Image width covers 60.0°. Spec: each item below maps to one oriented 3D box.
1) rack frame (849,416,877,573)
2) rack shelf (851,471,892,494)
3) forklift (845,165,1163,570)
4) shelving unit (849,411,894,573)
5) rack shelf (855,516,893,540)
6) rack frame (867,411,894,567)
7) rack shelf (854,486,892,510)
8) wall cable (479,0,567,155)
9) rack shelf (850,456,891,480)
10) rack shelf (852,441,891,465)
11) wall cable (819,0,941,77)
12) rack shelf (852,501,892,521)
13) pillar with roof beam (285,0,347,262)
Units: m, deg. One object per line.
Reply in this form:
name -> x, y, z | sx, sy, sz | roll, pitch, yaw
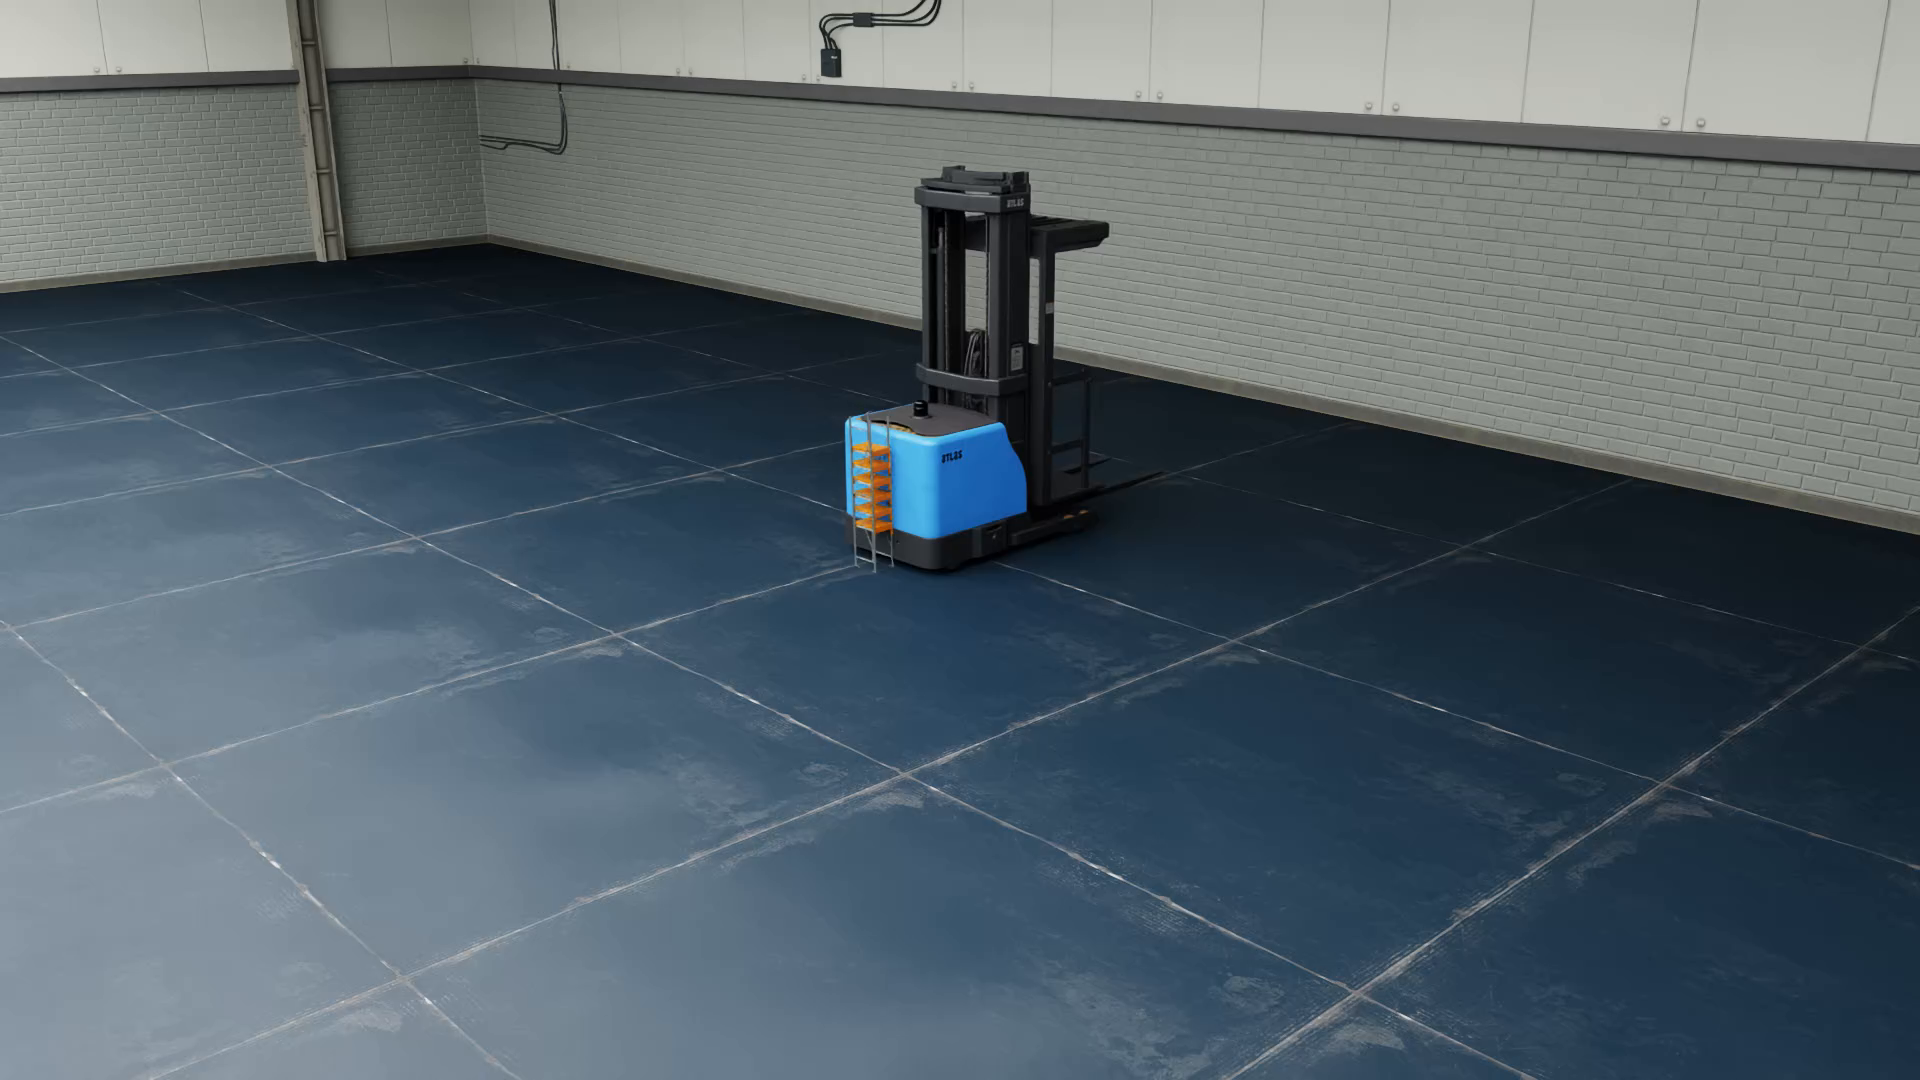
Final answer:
rack frame -> -0.736, -0.340, 12.587 | 0.240, 1.200, 0.006 | 17, 26, 42
rack shelf -> -0.673, -0.434, 12.624 | 0.258, 0.103, 0.180 | 17, 26, 42
forklift -> 0.488, -1.536, 13.469 | 3.031, 2.935, 1.130 | -17, 25, -42
shelving unit -> -0.672, -0.362, 12.648 | 0.258, 1.200, 0.189 | 17, 26, 42
rack shelf -> -0.667, -0.093, 12.741 | 0.258, 0.103, 0.180 | 17, 26, 42
rack frame -> -0.608, -0.385, 12.710 | 0.240, 1.200, 0.006 | 17, 26, 42
rack shelf -> -0.671, -0.320, 12.663 | 0.258, 0.103, 0.180 | 17, 26, 42
wall cable -> -7.554, -7.856, 28.159 | 0.112, 2.526, 3.097 | -16, 24, -41
rack shelf -> -0.676, -0.547, 12.584 | 0.258, 0.103, 0.180 | 17, 26, 42
rack shelf -> -0.678, -0.660, 12.545 | 0.258, 0.103, 0.180 | 17, 26, 42
wall cable -> -1.043, -8.820, 20.583 | 0.169, 6.003, 2.305 | -16, 24, -41
rack shelf -> -0.669, -0.207, 12.702 | 0.258, 0.103, 0.180 | 17, 26, 42
pillar with roof beam -> -7.646, -8.040, 23.693 | 0.400, 9.000, 9.100 | -16, 24, -41
